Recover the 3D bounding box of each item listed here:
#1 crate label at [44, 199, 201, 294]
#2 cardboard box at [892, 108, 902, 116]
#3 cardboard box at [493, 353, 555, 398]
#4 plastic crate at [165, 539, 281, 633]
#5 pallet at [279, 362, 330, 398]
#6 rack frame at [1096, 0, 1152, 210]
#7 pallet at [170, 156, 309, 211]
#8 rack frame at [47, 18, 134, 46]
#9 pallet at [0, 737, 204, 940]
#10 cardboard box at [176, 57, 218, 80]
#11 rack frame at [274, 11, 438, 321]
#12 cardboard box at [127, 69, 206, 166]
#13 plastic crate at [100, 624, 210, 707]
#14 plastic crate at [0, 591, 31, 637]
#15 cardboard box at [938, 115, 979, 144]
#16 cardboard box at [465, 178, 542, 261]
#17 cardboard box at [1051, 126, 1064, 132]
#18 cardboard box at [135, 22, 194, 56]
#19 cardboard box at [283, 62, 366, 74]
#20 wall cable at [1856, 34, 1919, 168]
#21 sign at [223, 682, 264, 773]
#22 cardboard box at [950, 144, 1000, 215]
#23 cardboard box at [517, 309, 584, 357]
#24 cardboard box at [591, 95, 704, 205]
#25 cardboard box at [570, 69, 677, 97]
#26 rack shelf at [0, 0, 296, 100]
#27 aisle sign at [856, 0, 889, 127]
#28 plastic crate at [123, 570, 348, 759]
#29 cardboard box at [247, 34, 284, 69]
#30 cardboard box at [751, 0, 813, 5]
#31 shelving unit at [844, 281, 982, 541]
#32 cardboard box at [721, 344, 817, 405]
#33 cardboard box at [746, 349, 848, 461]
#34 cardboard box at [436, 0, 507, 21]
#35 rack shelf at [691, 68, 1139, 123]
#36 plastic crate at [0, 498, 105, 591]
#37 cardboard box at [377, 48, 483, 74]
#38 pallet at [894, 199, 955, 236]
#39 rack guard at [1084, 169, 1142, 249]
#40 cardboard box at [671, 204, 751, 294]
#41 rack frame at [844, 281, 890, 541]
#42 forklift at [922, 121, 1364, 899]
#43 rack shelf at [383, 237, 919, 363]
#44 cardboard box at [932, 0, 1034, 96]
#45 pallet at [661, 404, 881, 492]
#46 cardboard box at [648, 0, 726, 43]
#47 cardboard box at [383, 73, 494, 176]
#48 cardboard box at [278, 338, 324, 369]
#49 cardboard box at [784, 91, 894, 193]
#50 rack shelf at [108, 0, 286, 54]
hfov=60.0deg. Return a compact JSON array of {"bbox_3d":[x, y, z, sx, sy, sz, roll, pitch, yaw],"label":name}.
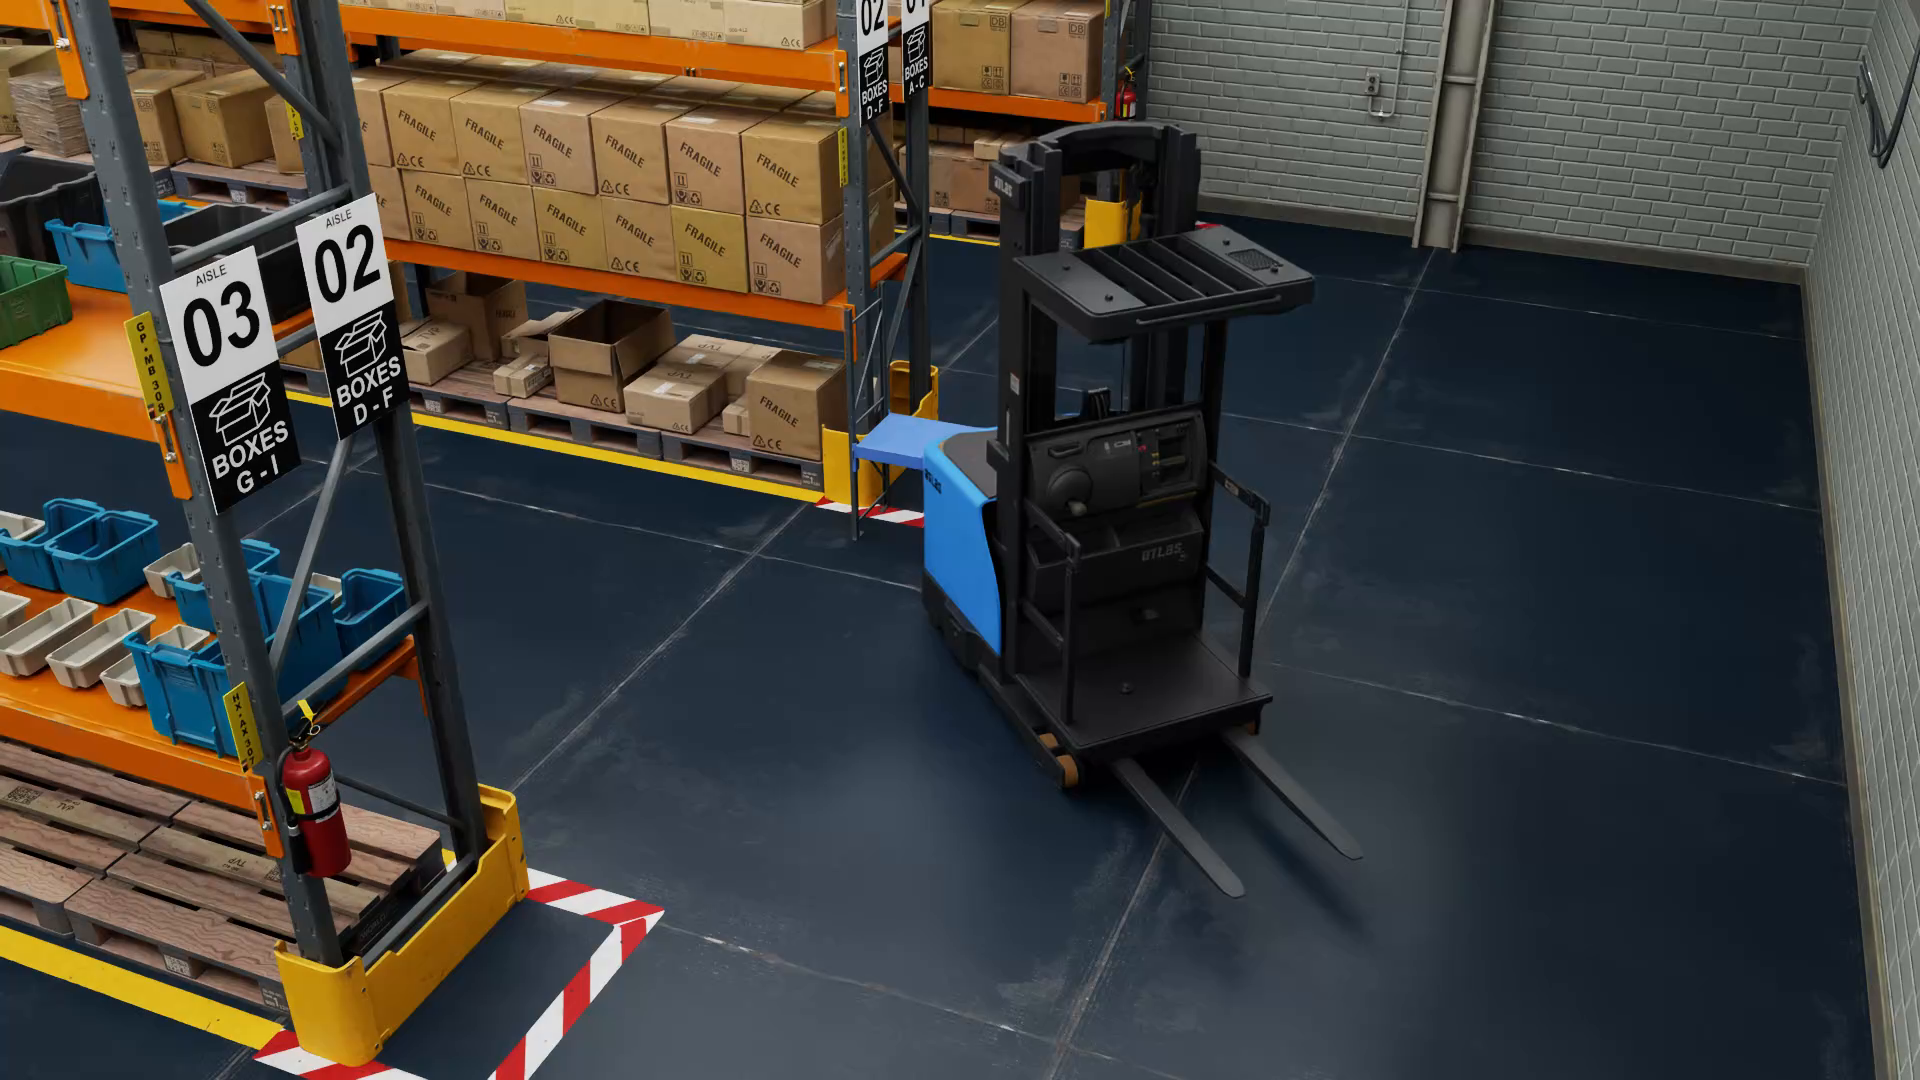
[{"bbox_3d":[-3.035,-1.088,6.141,0.502,0.251,0.408,11,31,19],"label":"crate label"},{"bbox_3d":[-0.722,-3.903,15.473,0.250,0.149,0.380,12,31,20],"label":"cardboard box"},{"bbox_3d":[-3.030,-1.153,11.585,0.250,0.166,0.380,11,31,19],"label":"cardboard box"},{"bbox_3d":[-3.017,0.200,6.868,0.300,0.233,0.416,11,31,19],"label":"plastic crate"},{"bbox_3d":[-4.911,-1.446,12.505,1.213,0.211,1.003,11,31,19],"label":"pallet"},{"bbox_3d":[1.423,-4.046,14.271,0.127,3.000,1.000,11,31,19],"label":"rack frame"},{"bbox_3d":[-4.842,-2.641,11.980,1.213,0.211,1.003,11,31,19],"label":"pallet"},{"bbox_3d":[-9.697,-6.266,18.199,0.127,3.000,1.000,11,31,19],"label":"rack frame"},{"bbox_3d":[-4.178,1.288,7.667,1.213,0.211,1.003,11,31,19],"label":"pallet"},{"bbox_3d":[-8.053,-5.055,18.150,0.500,0.500,0.700,12,32,20],"label":"cardboard box"},{"bbox_3d":[-4.143,-2.527,11.583,0.127,3.000,1.000,11,31,19],"label":"rack frame"},{"bbox_3d":[-5.803,-3.052,11.984,0.500,0.500,0.700,4,30,6],"label":"cardboard box"},{"bbox_3d":[-3.126,0.491,6.450,0.243,0.136,0.396,11,31,19],"label":"plastic crate"},{"bbox_3d":[-3.937,0.345,6.710,0.250,0.136,0.298,11,31,19],"label":"plastic crate"},{"bbox_3d":[-0.010,-3.762,15.222,0.250,0.149,0.380,12,32,20],"label":"cardboard box"},{"bbox_3d":[-2.835,-2.165,10.841,0.500,0.500,0.500,11,31,19],"label":"cardboard box"},{"bbox_3d":[0.928,-3.575,14.892,0.250,0.149,0.380,12,31,19],"label":"cardboard box"},{"bbox_3d":[-8.599,-5.487,18.152,0.500,0.250,0.500,11,31,18],"label":"cardboard box"},{"bbox_3d":[-6.677,-4.739,17.590,0.500,0.500,0.700,12,32,20],"label":"cardboard box"},{"bbox_3d":[6.529,-4.097,11.420,0.112,2.526,3.097,11,31,19],"label":"wall cable"},{"bbox_3d":[-2.494,0.654,5.790,0.005,0.325,0.100,11,31,19],"label":"sign"},{"bbox_3d":[0.273,-3.317,15.095,0.500,0.500,0.700,11,31,19],"label":"cardboard box"},{"bbox_3d":[-2.813,-1.433,11.933,0.500,0.311,0.500,11,31,19],"label":"cardboard box"},{"bbox_3d":[-1.903,-2.409,10.258,0.500,0.500,0.500,12,32,20],"label":"cardboard box"},{"bbox_3d":[-2.168,-2.749,10.860,0.500,0.500,0.500,11,31,19],"label":"cardboard box"},{"bbox_3d":[-4.155,-2.023,5.733,4.000,0.370,1.077,11,31,19],"label":"rack shelf"},{"bbox_3d":[-0.488,-2.766,9.365,0.004,0.787,0.394,11,31,19],"label":"aisle sign"},{"bbox_3d":[-2.683,0.453,6.215,0.499,0.435,0.616,11,31,19],"label":"plastic crate"},{"bbox_3d":[-7.182,-5.199,17.643,0.500,0.250,0.500,12,32,20],"label":"cardboard box"},{"bbox_3d":[-1.008,-3.224,9.412,0.500,0.250,0.500,11,31,19],"label":"cardboard box"},{"bbox_3d":[-0.079,-0.669,9.820,1.048,1.500,0.538,11,31,19],"label":"shelving unit"},{"bbox_3d":[-1.297,-1.104,11.413,0.500,0.250,0.500,11,31,19],"label":"cardboard box"},{"bbox_3d":[-1.033,-0.878,10.760,0.500,0.500,0.500,11,31,19],"label":"cardboard box"},{"bbox_3d":[-2.861,-3.377,10.192,0.500,0.250,0.500,11,31,19],"label":"cardboard box"},{"bbox_3d":[-0.430,-4.103,15.103,4.000,0.370,1.077,11,31,19],"label":"rack shelf"},{"bbox_3d":[-3.905,0.023,7.181,0.300,0.233,0.416,11,31,19],"label":"plastic crate"},{"bbox_3d":[-3.577,-3.030,11.356,0.500,0.500,0.500,11,31,19],"label":"cardboard box"},{"bbox_3d":[-0.474,-3.171,15.557,1.213,0.211,1.003,11,31,19],"label":"pallet"},{"bbox_3d":[1.445,-2.953,14.879,0.348,0.500,1.175,11,31,19],"label":"rack guard"},{"bbox_3d":[-1.436,-1.883,10.343,0.500,0.500,0.500,12,31,20],"label":"cardboard box"},{"bbox_3d":[-0.550,-0.763,9.987,0.032,1.500,0.500,11,31,19],"label":"rack frame"},{"bbox_3d":[0.847,-0.314,7.739,1.130,2.935,3.031,-12,32,-21],"label":"forklift"},{"bbox_3d":[-2.289,-1.844,11.106,4.000,0.370,1.077,11,31,19],"label":"rack shelf"},{"bbox_3d":[0.268,-4.396,14.586,0.700,0.700,0.980,11,31,19],"label":"cardboard box"},{"bbox_3d":[-1.246,-0.734,11.245,1.213,0.211,1.003,11,31,19],"label":"pallet"},{"bbox_3d":[-1.471,-3.100,9.701,0.500,0.250,0.500,11,31,19],"label":"cardboard box"},{"bbox_3d":[-3.334,-2.695,10.763,0.500,0.500,0.500,10,31,18],"label":"cardboard box"},{"bbox_3d":[-4.708,-1.591,12.020,0.500,0.500,0.500,11,31,19],"label":"cardboard box"},{"bbox_3d":[-0.748,-2.468,10.361,0.500,0.500,0.500,12,32,21],"label":"cardboard box"},{"bbox_3d":[-5.996,-3.889,11.677,4.000,0.370,1.077,11,31,19],"label":"rack shelf"}]
